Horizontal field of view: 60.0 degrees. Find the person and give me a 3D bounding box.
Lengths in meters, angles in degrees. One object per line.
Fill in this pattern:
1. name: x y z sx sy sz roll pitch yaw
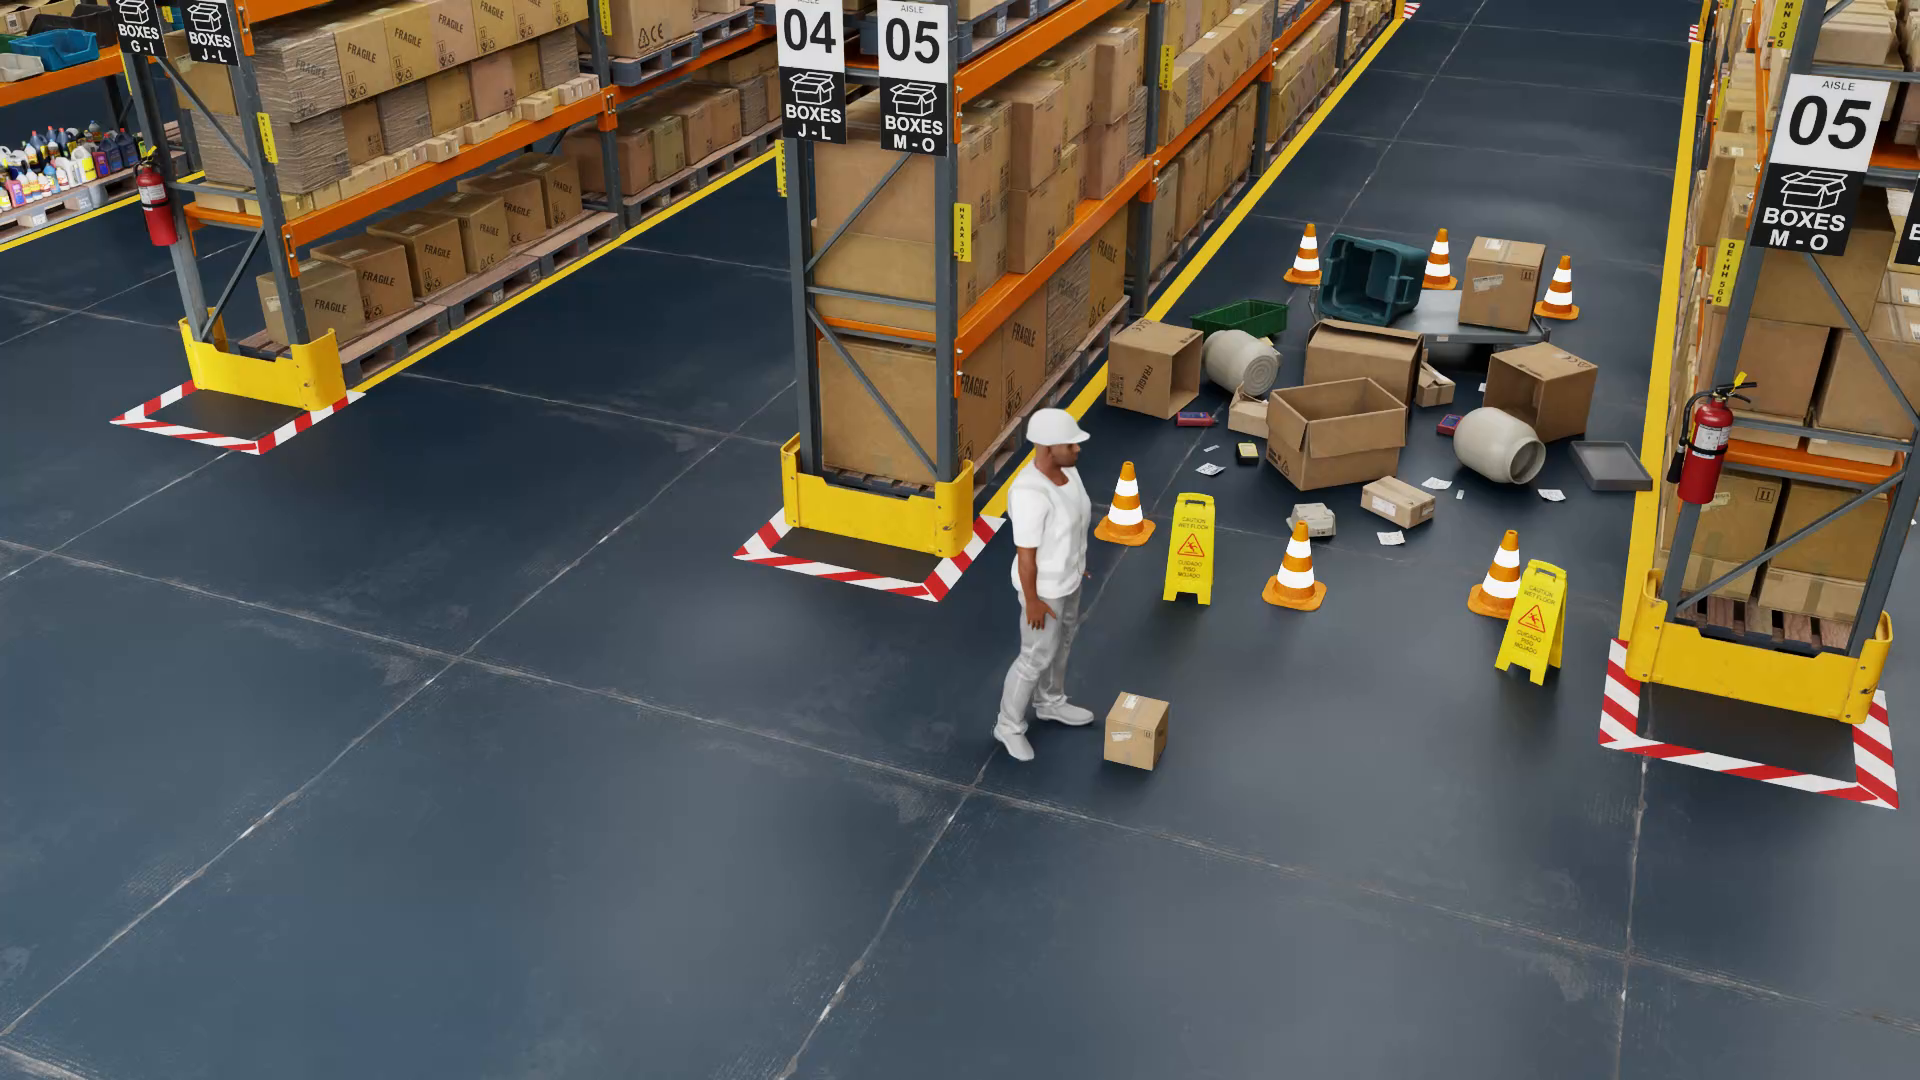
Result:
1. person: 0.455 0.198 8.056 0.409 1.740 0.581 12 32 20
